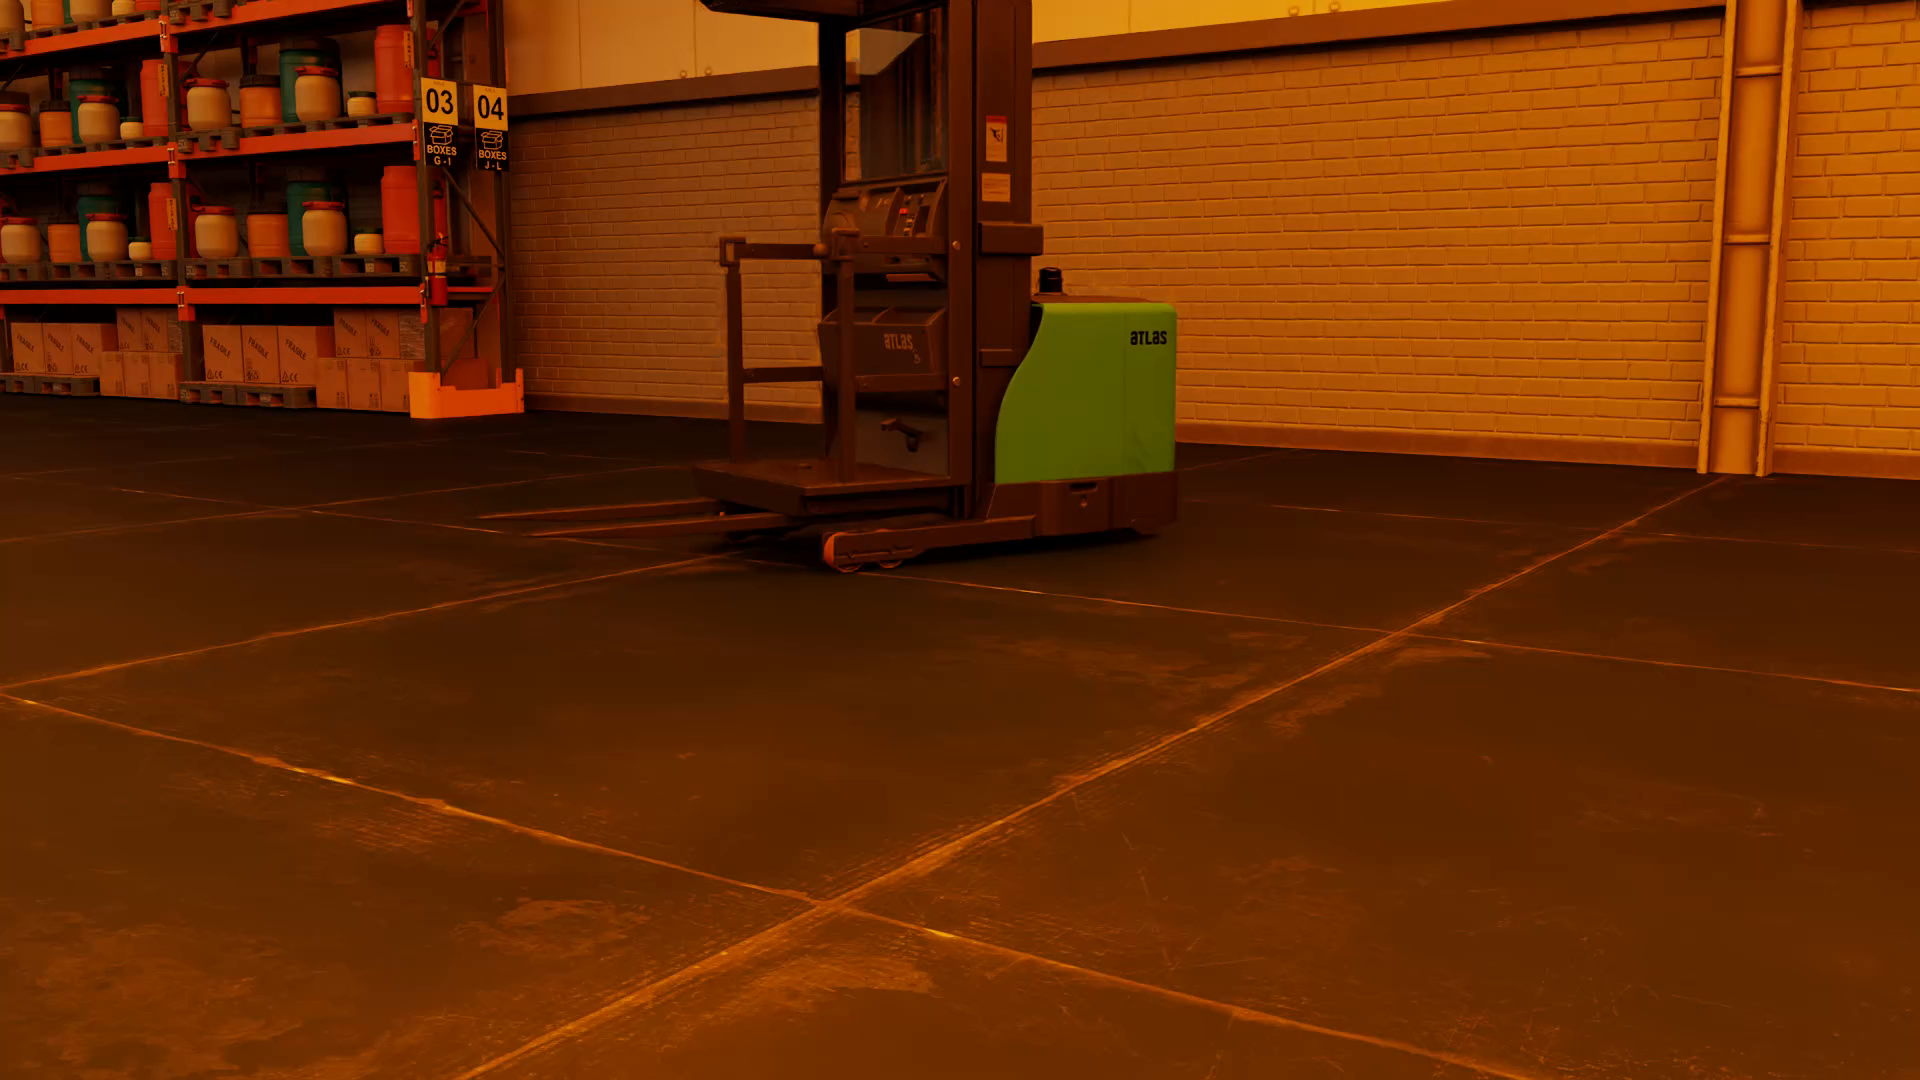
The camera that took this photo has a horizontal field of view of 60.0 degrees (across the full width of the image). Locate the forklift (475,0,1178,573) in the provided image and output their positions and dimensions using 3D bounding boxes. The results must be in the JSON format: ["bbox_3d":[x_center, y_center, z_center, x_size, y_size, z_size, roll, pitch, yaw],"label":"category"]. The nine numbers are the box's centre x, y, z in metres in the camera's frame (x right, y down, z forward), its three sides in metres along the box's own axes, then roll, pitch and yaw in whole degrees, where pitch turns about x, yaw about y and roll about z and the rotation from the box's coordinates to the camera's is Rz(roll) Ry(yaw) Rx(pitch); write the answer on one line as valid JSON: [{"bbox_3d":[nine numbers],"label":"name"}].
[{"bbox_3d":[-0.507,-1.403,7.061,3.031,2.935,1.130,-5,10,-33],"label":"forklift"}]
